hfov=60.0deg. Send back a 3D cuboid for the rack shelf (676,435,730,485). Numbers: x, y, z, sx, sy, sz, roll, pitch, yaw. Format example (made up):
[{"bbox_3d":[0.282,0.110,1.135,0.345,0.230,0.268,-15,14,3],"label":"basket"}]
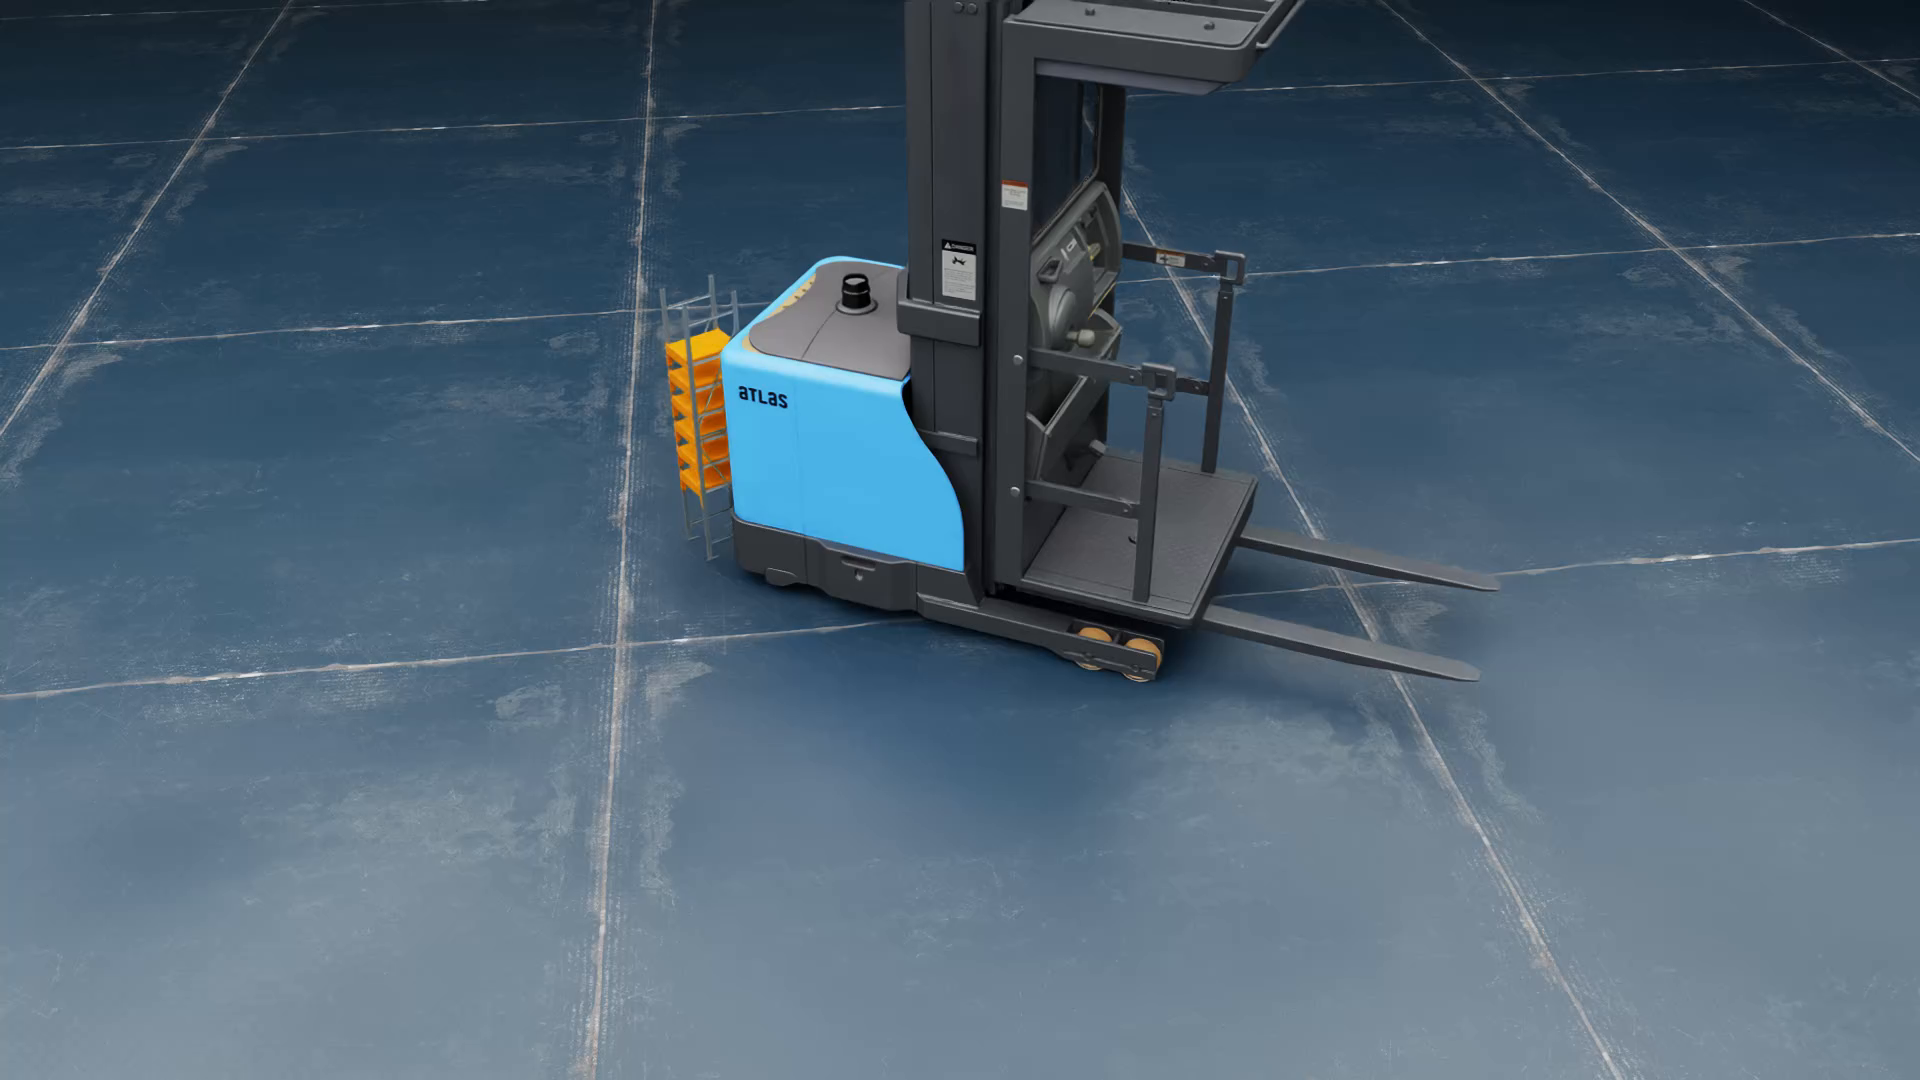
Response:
[{"bbox_3d":[-1.036,-0.354,6.997,0.258,0.103,0.180,-23,40,-29],"label":"rack shelf"}]

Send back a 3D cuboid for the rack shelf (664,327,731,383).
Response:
[{"bbox_3d":[-1.036,-0.751,6.726,0.258,0.103,0.180,-23,40,-29],"label":"rack shelf"}]

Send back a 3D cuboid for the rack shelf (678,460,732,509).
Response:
[{"bbox_3d":[-1.036,-0.255,7.064,0.258,0.103,0.180,-23,40,-29],"label":"rack shelf"}]

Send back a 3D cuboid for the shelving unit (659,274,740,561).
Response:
[{"bbox_3d":[-1.036,-0.490,6.904,0.258,1.200,0.189,-23,40,-29],"label":"shelving unit"}]

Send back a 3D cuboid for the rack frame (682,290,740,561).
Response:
[{"bbox_3d":[-0.981,-0.449,6.843,0.240,1.200,0.006,-23,40,-29],"label":"rack frame"}]

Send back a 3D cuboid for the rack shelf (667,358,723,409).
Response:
[{"bbox_3d":[-1.036,-0.652,6.794,0.258,0.103,0.180,-23,40,-29],"label":"rack shelf"}]

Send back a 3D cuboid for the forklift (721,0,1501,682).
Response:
[{"bbox_3d":[0.622,-1.002,6.118,3.031,2.935,1.130,13,36,18],"label":"forklift"}]

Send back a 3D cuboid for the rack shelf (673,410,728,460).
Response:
[{"bbox_3d":[-1.036,-0.454,6.929,0.258,0.103,0.180,-23,40,-29],"label":"rack shelf"}]

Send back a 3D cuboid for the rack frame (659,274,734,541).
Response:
[{"bbox_3d":[-1.090,-0.532,6.965,0.240,1.200,0.006,-23,40,-29],"label":"rack frame"}]

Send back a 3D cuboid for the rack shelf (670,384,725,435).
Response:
[{"bbox_3d":[-1.036,-0.553,6.861,0.258,0.103,0.180,-23,40,-29],"label":"rack shelf"}]
